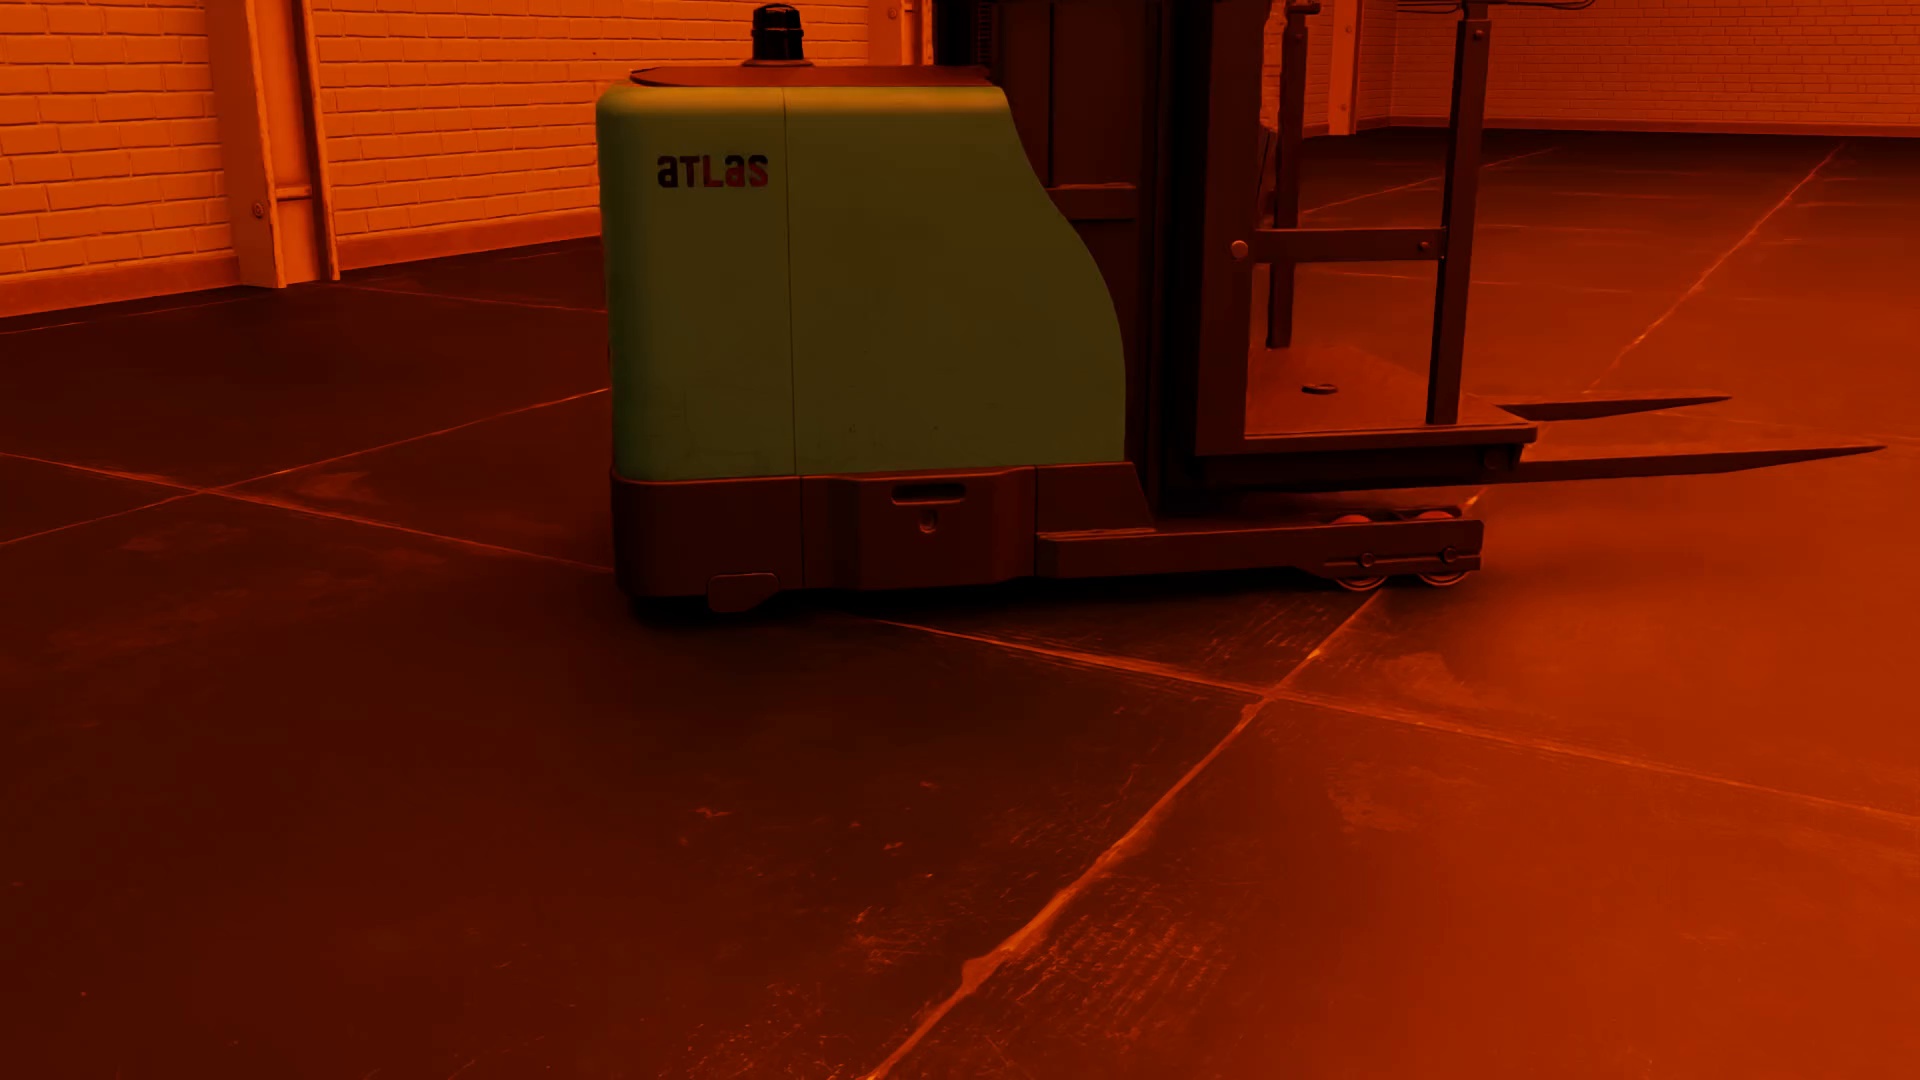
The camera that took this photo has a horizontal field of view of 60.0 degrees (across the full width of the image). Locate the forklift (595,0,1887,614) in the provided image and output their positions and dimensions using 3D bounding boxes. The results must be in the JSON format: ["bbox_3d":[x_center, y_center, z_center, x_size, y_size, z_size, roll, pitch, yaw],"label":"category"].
[{"bbox_3d":[0.700,-1.437,3.732,3.031,2.935,1.130,-3,17,-10],"label":"forklift"}]
